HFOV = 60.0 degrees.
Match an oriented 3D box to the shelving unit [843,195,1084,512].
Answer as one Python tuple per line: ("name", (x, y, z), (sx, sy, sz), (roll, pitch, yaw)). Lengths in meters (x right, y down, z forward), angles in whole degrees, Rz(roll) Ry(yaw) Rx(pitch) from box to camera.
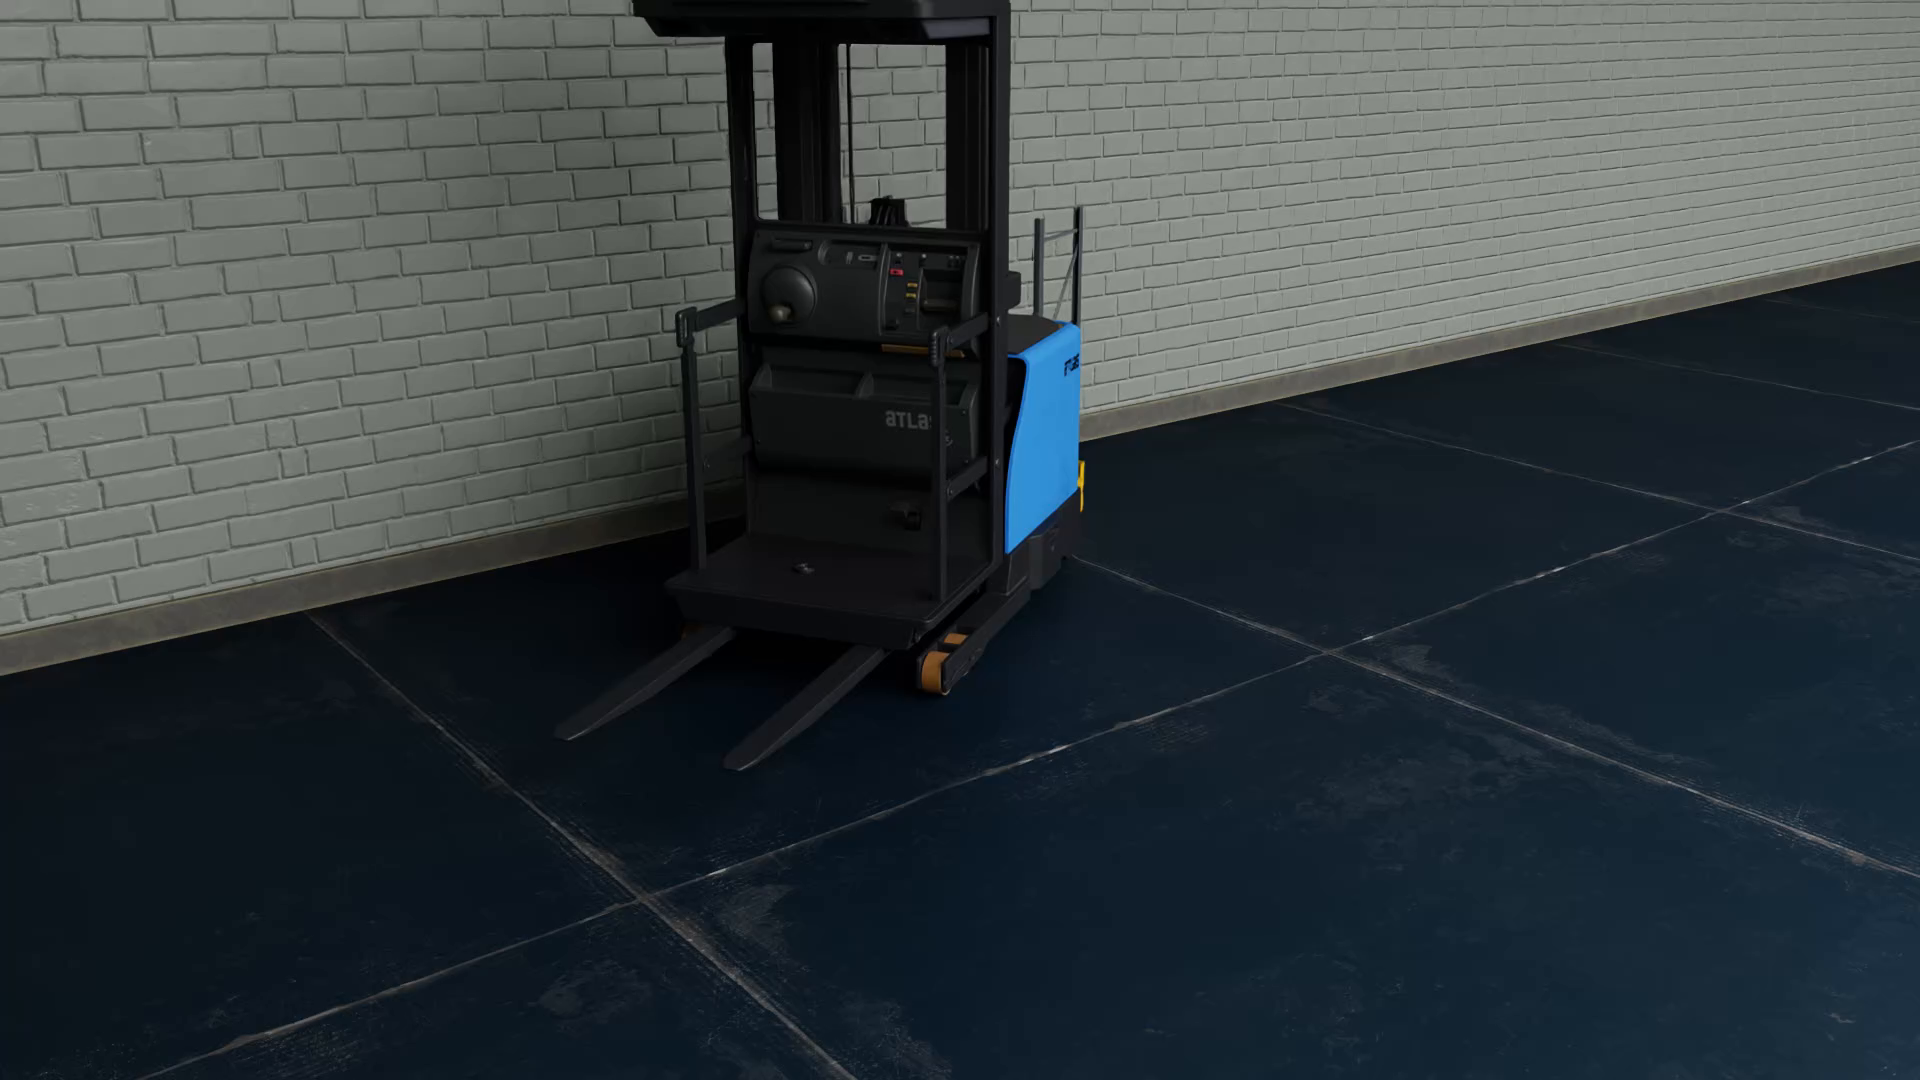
("shelving unit", (0.009, -0.858, 8.069), (1.083, 1.500, 0.587), (9, 20, 25))

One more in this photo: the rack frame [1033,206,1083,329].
("rack frame", (0.456, -0.789, 7.858), (0.032, 1.500, 0.500), (9, 20, 25))

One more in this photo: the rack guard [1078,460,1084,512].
("rack guard", (0.455, -0.195, 8.055), (0.087, 0.250, 0.587), (9, 20, 25))

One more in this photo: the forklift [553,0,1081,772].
("forklift", (-0.445, -0.963, 6.109), (1.130, 2.935, 3.031), (7, 19, 20))

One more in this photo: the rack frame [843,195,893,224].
("rack frame", (-0.455, -0.931, 8.288), (0.032, 1.500, 0.500), (9, 20, 25))
